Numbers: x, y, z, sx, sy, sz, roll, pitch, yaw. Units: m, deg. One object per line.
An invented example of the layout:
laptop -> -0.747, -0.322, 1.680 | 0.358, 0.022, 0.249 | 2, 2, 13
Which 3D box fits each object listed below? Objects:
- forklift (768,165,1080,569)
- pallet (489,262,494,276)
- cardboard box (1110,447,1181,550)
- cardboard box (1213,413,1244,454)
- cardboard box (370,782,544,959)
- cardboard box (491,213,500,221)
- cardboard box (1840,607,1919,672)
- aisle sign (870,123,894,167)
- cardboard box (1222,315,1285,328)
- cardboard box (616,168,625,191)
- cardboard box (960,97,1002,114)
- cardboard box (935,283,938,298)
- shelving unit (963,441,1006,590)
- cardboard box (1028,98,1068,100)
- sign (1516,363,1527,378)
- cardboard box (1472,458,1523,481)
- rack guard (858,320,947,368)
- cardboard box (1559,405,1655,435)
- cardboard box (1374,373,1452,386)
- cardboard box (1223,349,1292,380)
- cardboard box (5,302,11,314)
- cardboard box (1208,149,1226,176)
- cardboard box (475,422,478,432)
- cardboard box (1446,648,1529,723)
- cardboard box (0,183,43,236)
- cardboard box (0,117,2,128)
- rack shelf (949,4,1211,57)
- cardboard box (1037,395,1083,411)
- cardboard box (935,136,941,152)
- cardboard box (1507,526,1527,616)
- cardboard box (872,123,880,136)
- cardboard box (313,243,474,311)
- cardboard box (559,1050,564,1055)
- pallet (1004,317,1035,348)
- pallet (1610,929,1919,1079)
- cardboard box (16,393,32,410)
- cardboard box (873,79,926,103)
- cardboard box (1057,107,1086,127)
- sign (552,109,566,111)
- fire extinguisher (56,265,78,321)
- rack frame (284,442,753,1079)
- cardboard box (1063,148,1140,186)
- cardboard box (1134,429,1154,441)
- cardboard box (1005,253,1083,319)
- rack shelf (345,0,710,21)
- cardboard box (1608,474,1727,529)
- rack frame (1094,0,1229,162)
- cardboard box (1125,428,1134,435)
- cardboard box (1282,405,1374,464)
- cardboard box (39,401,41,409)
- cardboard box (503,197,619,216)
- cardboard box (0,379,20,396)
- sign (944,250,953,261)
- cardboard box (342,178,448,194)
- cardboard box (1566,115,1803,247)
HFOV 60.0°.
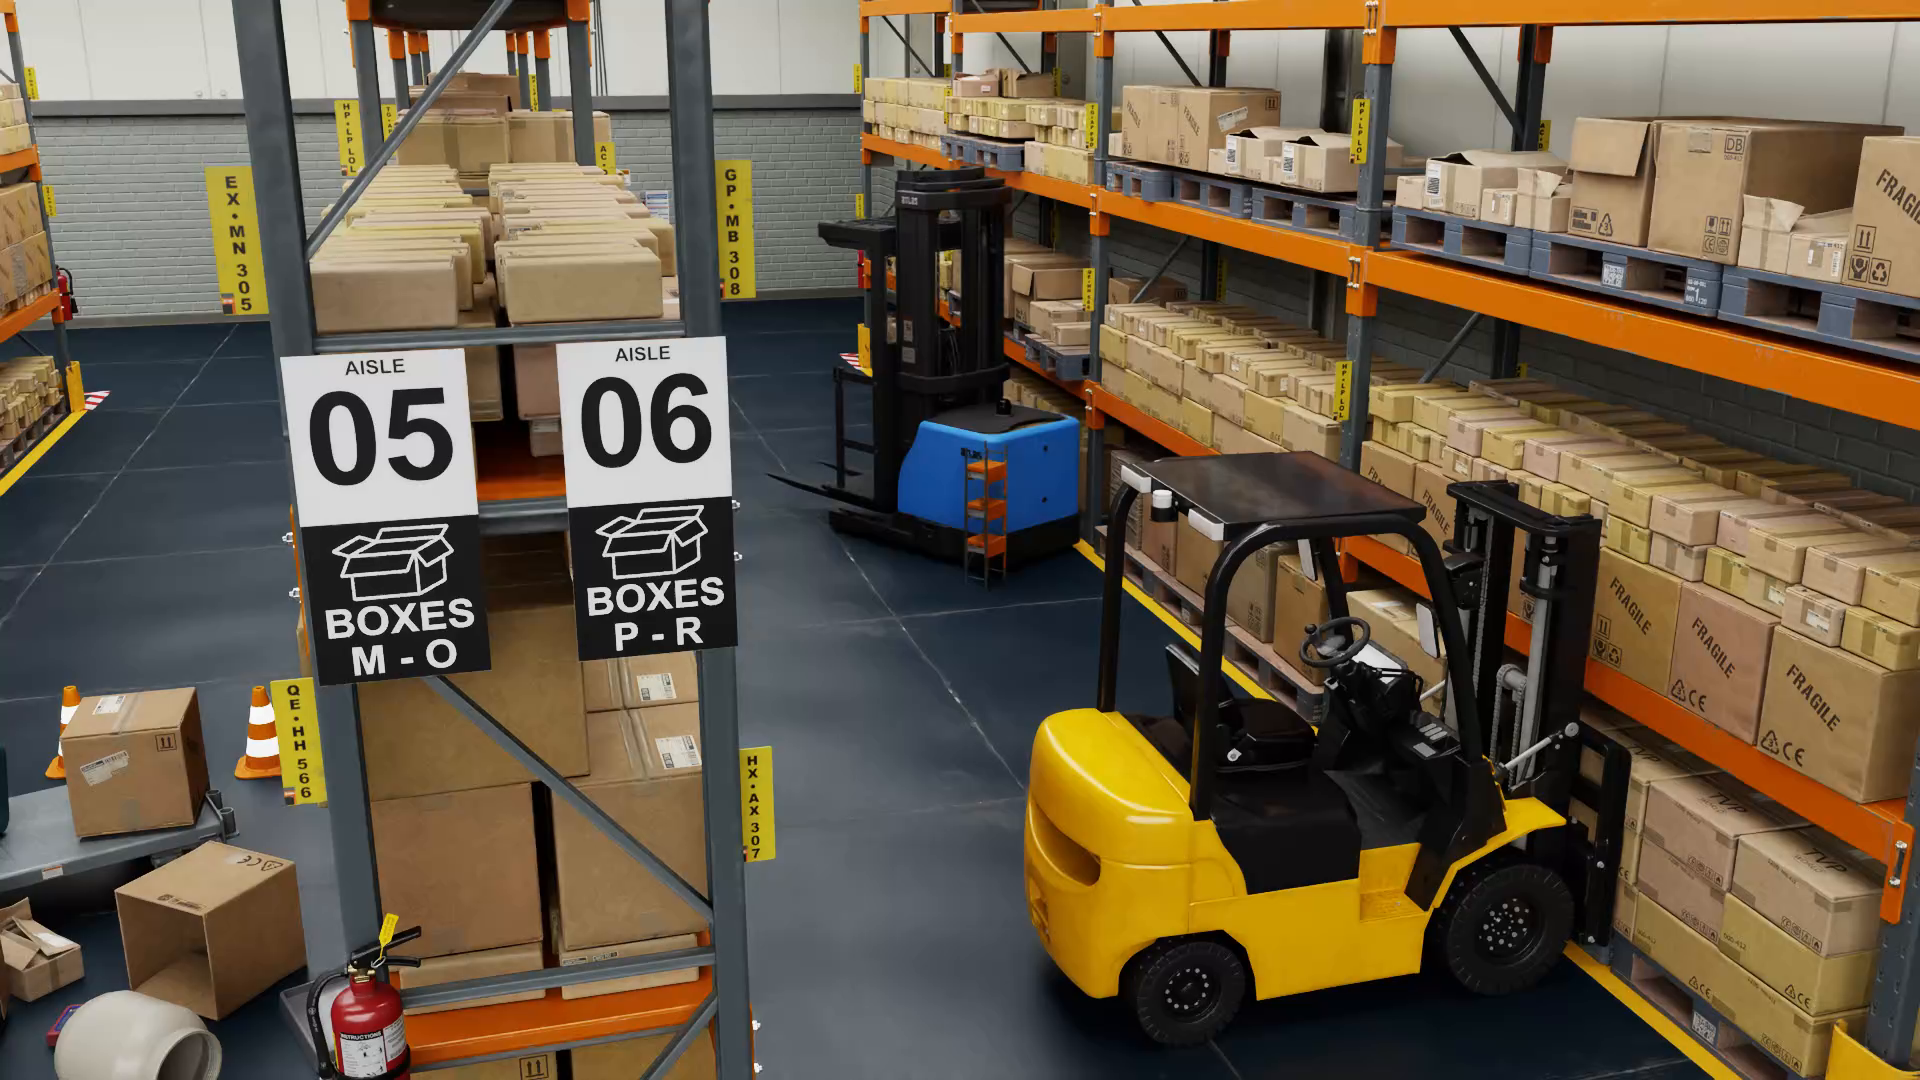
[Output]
forklift -> -0.425, -1.537, 13.474 | 1.130, 2.935, 3.031 | -15, 22, -40
pallet -> -2.231, -1.474, 8.256 | 1.213, 0.211, 1.003 | -5, 17, -15
cardboard box -> 1.667, -0.338, 12.760 | 0.875, 0.625, 0.625 | -4, 17, -13
cardboard box -> 1.967, -0.666, 10.717 | 0.500, 0.250, 0.500 | -5, 17, -15
cardboard box -> -1.479, 0.840, 4.751 | 0.500, 0.500, 0.500 | -5, 17, -16
cardboard box -> -1.644, -1.214, 6.810 | 0.500, 0.250, 0.500 | -5, 17, -16
cardboard box -> 3.342, 0.333, 5.828 | 0.380, 0.149, 0.250 | -4, 17, -14
aisle sign -> -0.991, -4.901, 20.036 | 0.394, 0.787, 0.004 | -5, 17, -15
cardboard box -> 2.119, -1.530, 12.029 | 0.380, 0.149, 0.250 | -5, 17, -16
cardboard box -> -1.939, -1.707, 8.237 | 0.500, 0.250, 0.500 | -5, 17, -17
cardboard box -> 0.211, -4.076, 15.610 | 0.380, 0.149, 0.250 | -4, 17, -14
cardboard box -> -0.109, -2.642, 17.471 | 0.380, 0.149, 0.250 | -4, 17, -14
shelving unit -> 0.180, -0.182, 12.234 | 0.215, 1.050, 0.252 | 11, 20, 32
cardboard box -> 0.836, -3.977, 15.281 | 0.380, 0.149, 0.250 | -4, 17, -14
sign -> 3.141, -0.838, 9.385 | 0.100, 0.325, 0.005 | -5, 17, -15
cardboard box -> 2.680, -0.303, 7.944 | 0.380, 0.149, 0.250 | -5, 17, -16
rack guard -> -0.669, -2.442, 20.714 | 1.175, 0.500, 0.348 | -5, 17, -15
cardboard box -> 3.229, -0.569, 8.313 | 0.380, 0.149, 0.250 | -5, 17, -16
cardboard box -> 2.694, -0.892, 9.907 | 0.380, 0.149, 0.250 | -5, 18, -17
cardboard box -> 1.921, -1.128, 10.691 | 0.380, 0.149, 0.250 | -5, 17, -15
cardboard box -> -9.563, -2.296, 16.319 | 0.380, 0.149, 0.250 | -5, 18, -18
cardboard box -> 1.801, -2.400, 10.546 | 0.380, 0.149, 0.250 | -5, 17, -16
cardboard box -> -1.572, -0.377, 4.714 | 0.380, 0.149, 0.250 | -4, 17, -14
cardboard box -> 2.717, 0.733, 8.108 | 0.500, 0.250, 0.500 | -4, 17, -13
cardboard box -> -9.829, -3.410, 17.161 | 0.500, 0.500, 0.500 | -5, 17, -16
cardboard box -> -9.542, -4.061, 15.936 | 0.500, 0.250, 0.500 | -4, 17, -14
rack shelf -> 0.959, -4.338, 14.197 | 1.077, 0.370, 4.000 | -5, 17, -15
cardboard box -> 0.896, -1.174, 14.633 | 0.380, 0.149, 0.250 | -5, 17, -16
cardboard box -> -0.038, -4.014, 16.825 | 0.380, 0.149, 0.250 | -5, 17, -15
cardboard box -> 2.778, 0.037, 7.941 | 0.500, 0.500, 0.500 | -5, 17, -16
cardboard box -> -0.826, -4.870, 19.674 | 0.380, 0.149, 0.250 | -4, 17, -14
cardboard box -> -1.475, -0.684, 4.352 | 0.380, 0.149, 0.250 | -4, 17, -14
cardboard box -> -1.316, 1.738, 6.502 | 0.500, 0.250, 0.500 | -4, 17, -12
pallet -> 0.969, -1.893, 14.874 | 1.003, 0.211, 1.213 | -5, 17, -15
pallet -> 3.456, 1.892, 6.785 | 1.003, 0.211, 1.213 | -5, 17, -15
cardboard box -> -9.422, -1.344, 16.422 | 0.380, 0.149, 0.250 | -4, 17, -12
cardboard box -> -0.688, -5.122, 18.951 | 0.500, 0.250, 0.500 | -5, 17, -16
cardboard box -> 1.008, -3.442, 13.533 | 0.380, 0.149, 0.250 | -5, 17, -16
sign -> -2.741, -2.781, 11.382 | 0.100, 0.325, 0.005 | -5, 17, -15
fire extinguisher -> -9.819, -2.738, 18.136 | 0.296, 0.674, 0.183 | -5, 17, -15
rack frame -> -1.065, 1.159, 4.381 | 1.000, 3.000, 0.127 | -5, 17, -15
cardboard box -> 1.134, -2.935, 13.056 | 0.500, 0.250, 0.500 | -5, 18, -17
cardboard box -> 1.665, -0.931, 13.825 | 0.380, 0.149, 0.250 | -4, 17, -12
cardboard box -> 0.685, -2.291, 14.962 | 0.700, 0.500, 0.500 | -5, 17, -16
rack shelf -> -1.614, -1.922, 5.463 | 1.077, 0.370, 4.000 | -5, 17, -15
cardboard box -> 2.959, -0.163, 6.963 | 0.380, 0.149, 0.250 | -4, 17, -14
rack frame -> 1.508, -4.321, 12.194 | 1.000, 3.000, 0.127 | -5, 17, -15
cardboard box -> 1.546, -0.728, 14.275 | 0.500, 0.500, 0.500 | -5, 17, -15
cardboard box -> 2.227, -0.624, 9.708 | 0.500, 0.250, 0.500 | -5, 17, -16
cardboard box -> -9.610, -1.344, 16.938 | 0.380, 0.149, 0.250 | -5, 17, -15
cardboard box -> -1.354, -1.077, 5.661 | 0.380, 0.149, 0.250 | -4, 17, -14
cardboard box -> -9.494, -1.478, 16.350 | 0.380, 0.149, 0.250 | -5, 18, -17
sign -> -0.111, -2.924, 16.466 | 0.100, 0.325, 0.005 | -5, 17, -15
cardboard box -> -2.181, -1.315, 6.452 | 0.380, 0.149, 0.250 | -5, 17, -16
cardboard box -> 3.042, -1.529, 7.031 | 0.797, 0.503, 0.637 | -4, 17, -13
